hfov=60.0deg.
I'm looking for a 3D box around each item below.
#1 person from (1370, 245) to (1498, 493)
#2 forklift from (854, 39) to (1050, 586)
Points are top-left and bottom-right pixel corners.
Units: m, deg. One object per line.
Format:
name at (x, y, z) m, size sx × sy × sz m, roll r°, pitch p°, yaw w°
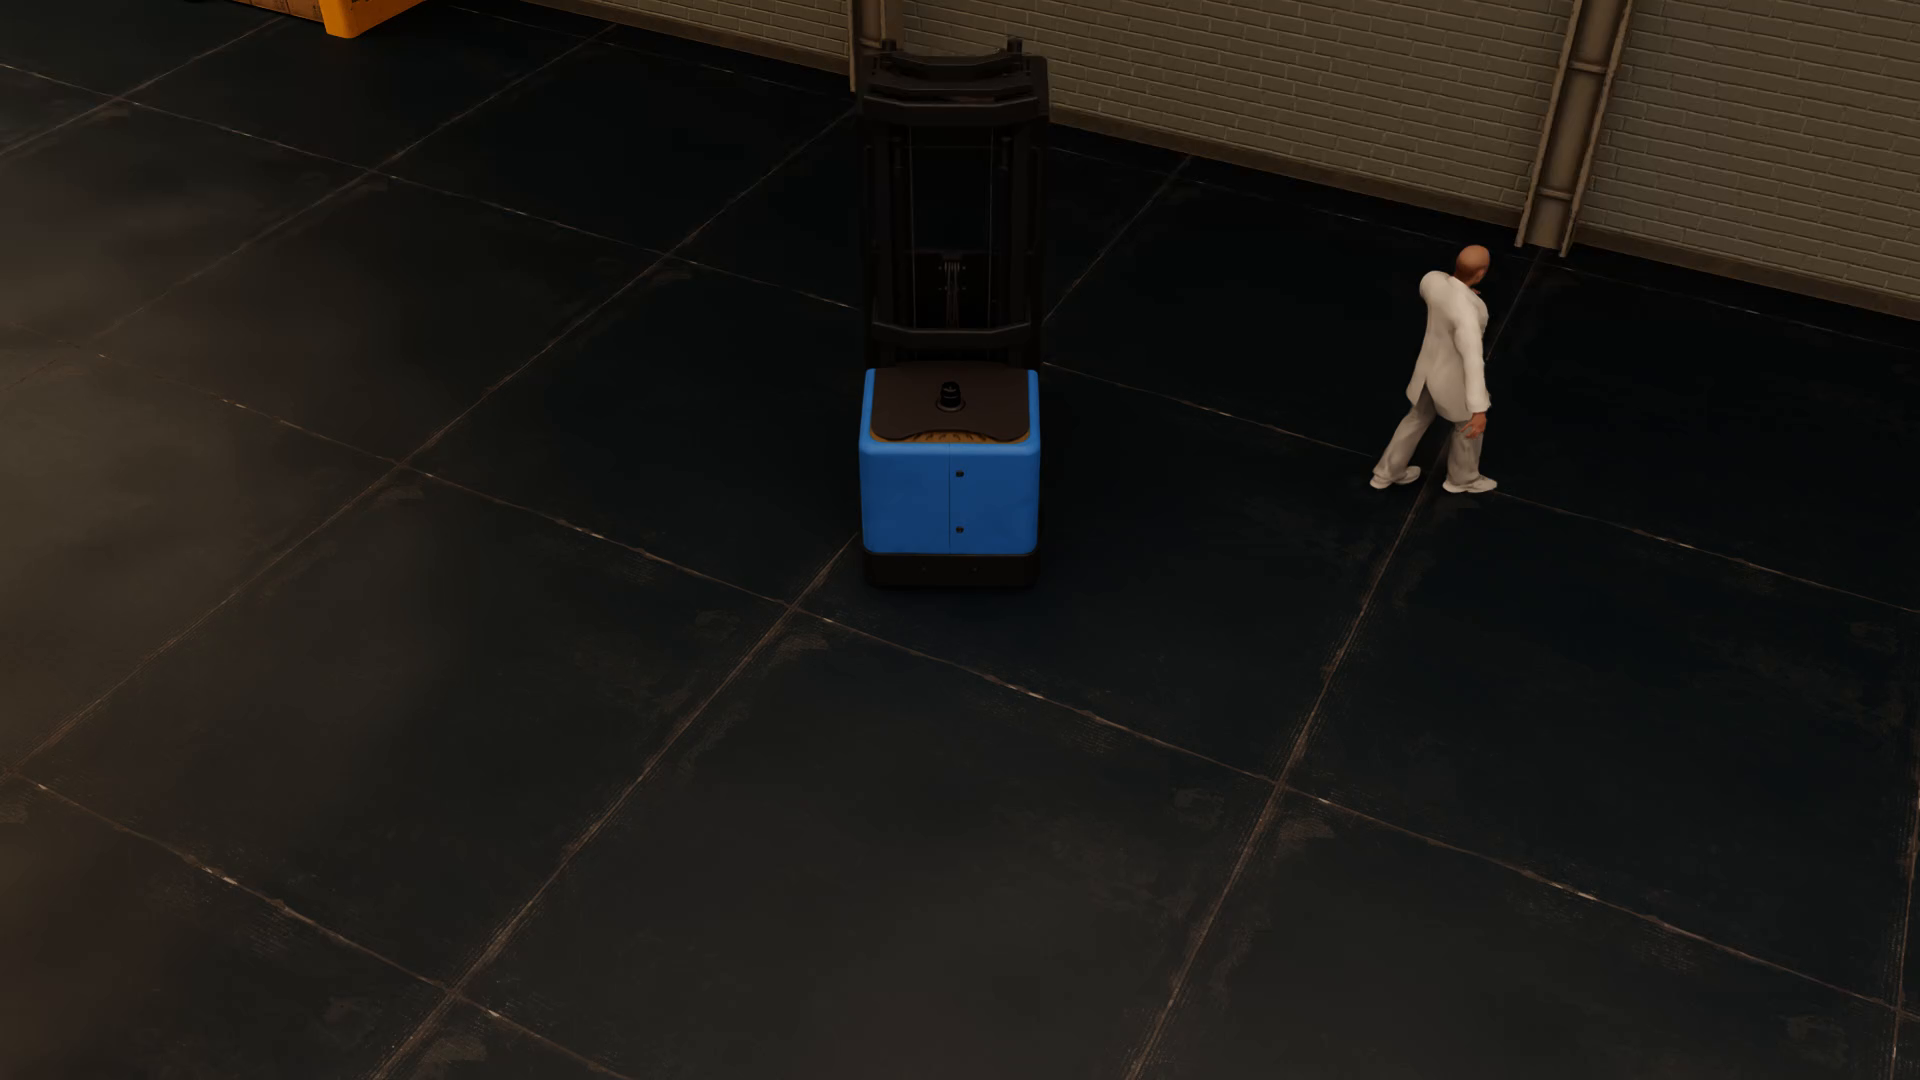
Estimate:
person at (3.039, -1.000, 10.112) m, size 0.796 × 1.765 × 1.032 m, roll -13°, pitch 42°, yaw -15°
forklift at (-0.040, -1.770, 10.088) m, size 1.130 × 2.935 × 3.031 m, roll 0°, pitch 40°, yaw 1°
